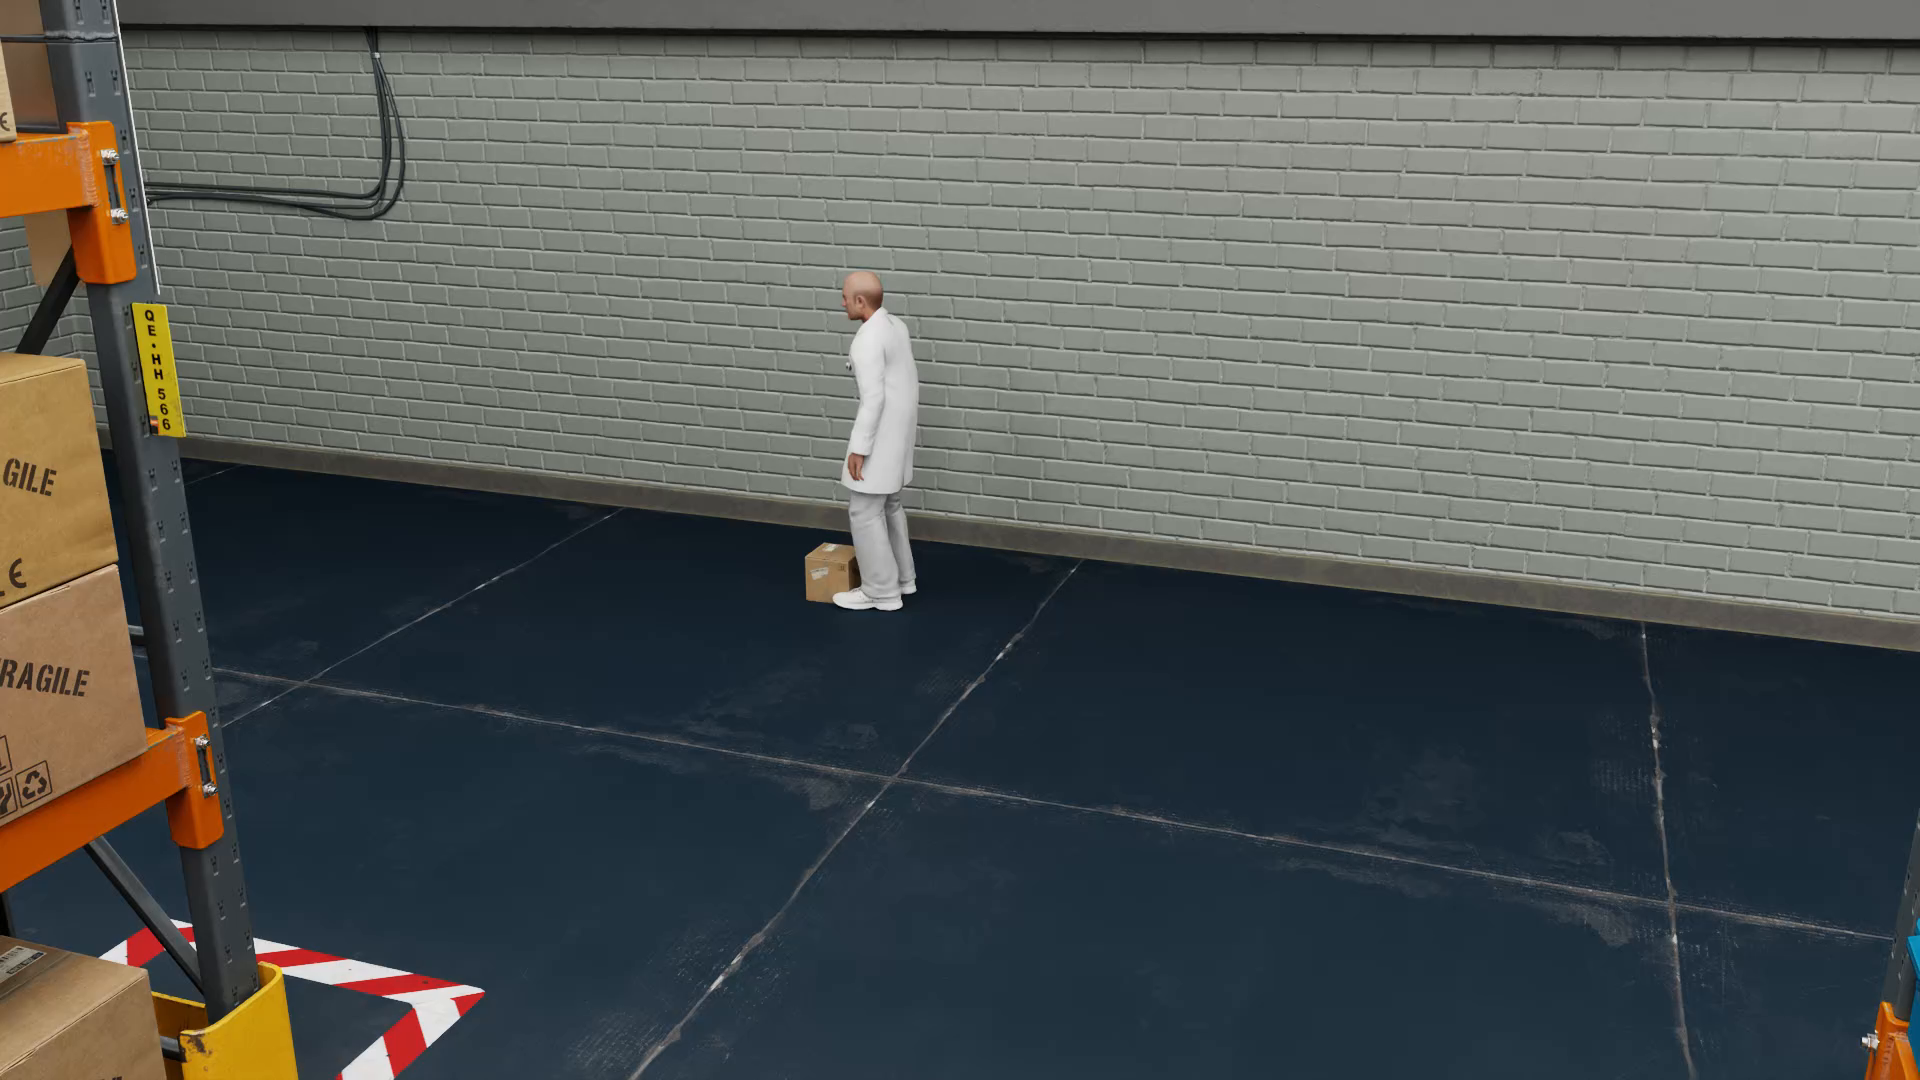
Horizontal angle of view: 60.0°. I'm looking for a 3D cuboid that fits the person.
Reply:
[{"bbox_3d":[-0.435,-0.515,8.635,0.429,1.772,0.649,5,19,15],"label":"person"}]
